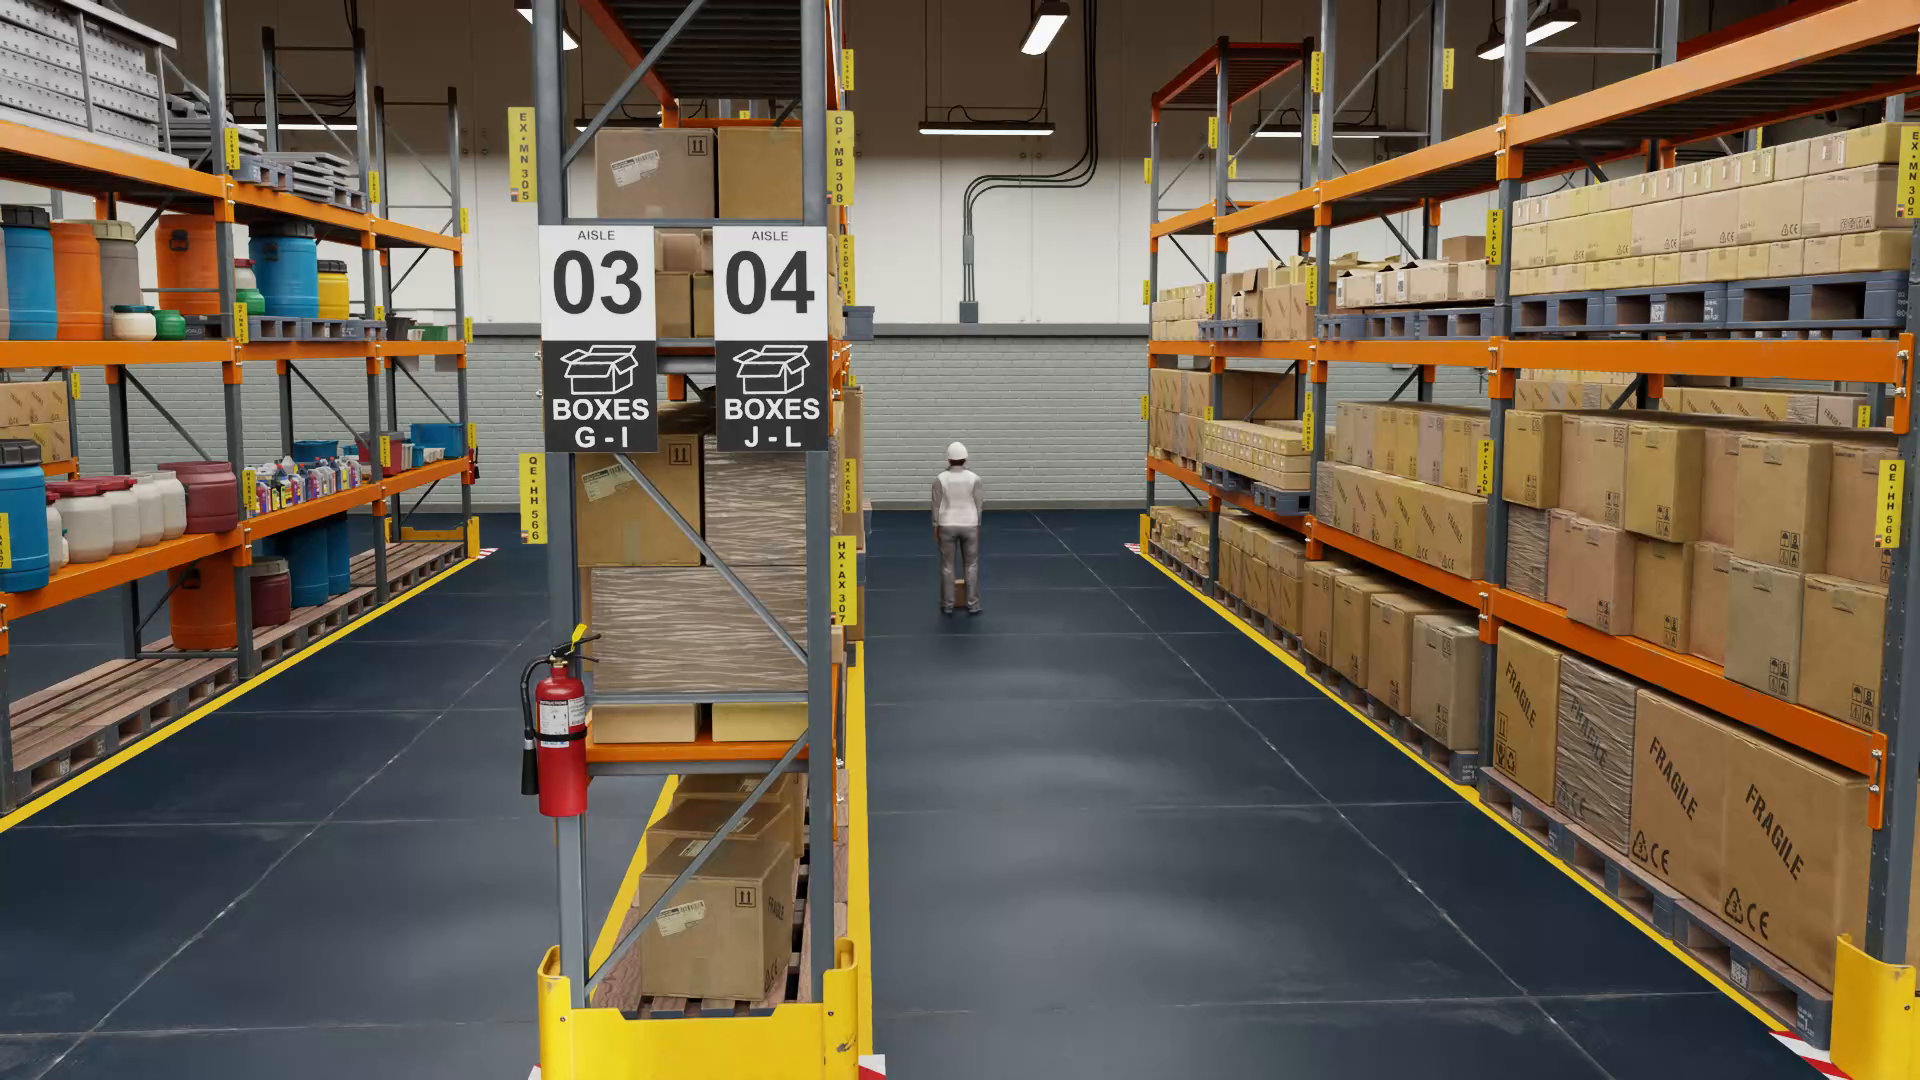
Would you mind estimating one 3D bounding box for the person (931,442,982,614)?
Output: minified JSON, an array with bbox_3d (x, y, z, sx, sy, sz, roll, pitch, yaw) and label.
[{"bbox_3d":[-0.035,-0.130,17.231,0.533,1.772,0.358,0,7,-3],"label":"person"}]
